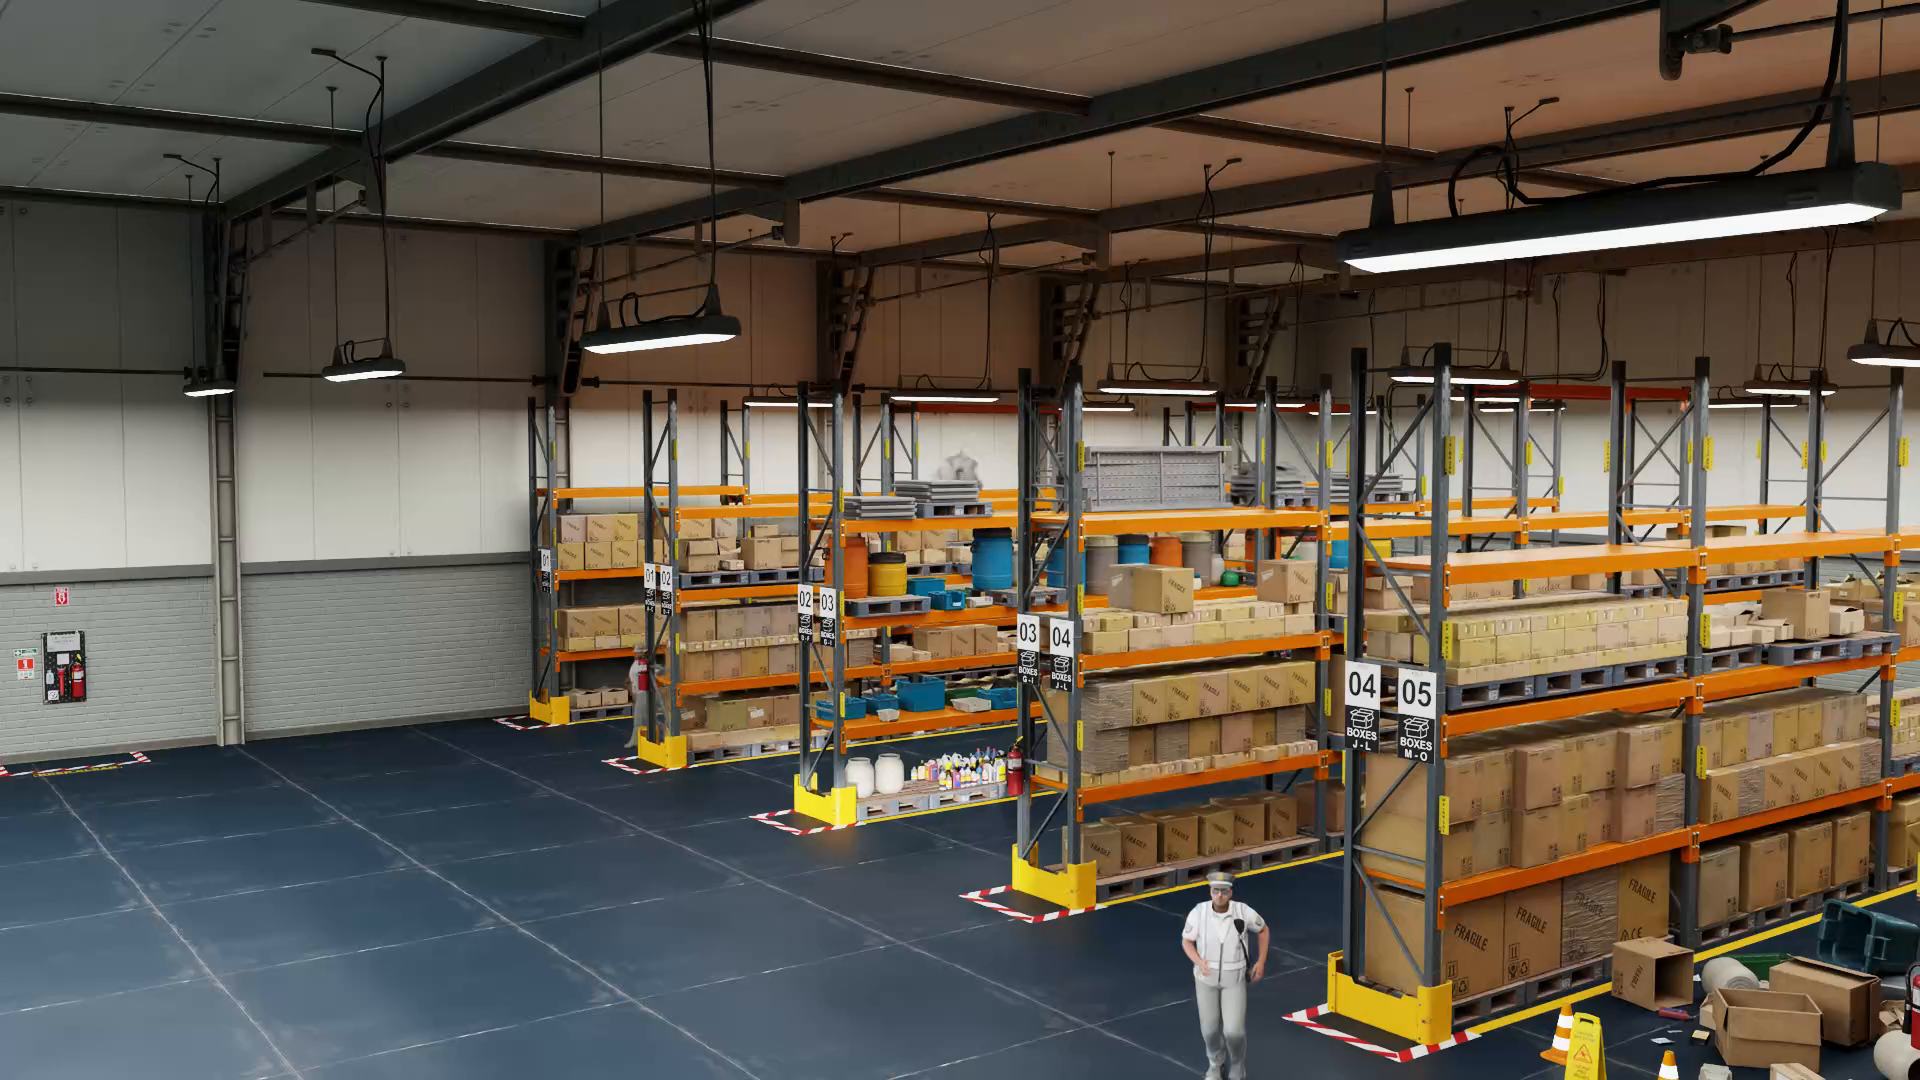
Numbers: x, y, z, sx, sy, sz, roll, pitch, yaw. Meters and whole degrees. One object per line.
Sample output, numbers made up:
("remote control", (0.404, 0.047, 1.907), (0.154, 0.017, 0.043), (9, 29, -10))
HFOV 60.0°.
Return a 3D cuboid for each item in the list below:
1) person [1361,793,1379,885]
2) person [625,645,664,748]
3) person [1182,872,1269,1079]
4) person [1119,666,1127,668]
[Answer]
("person", (4.457, 3.293, 17.757), (0.565, 1.722, 0.728), (3, 4, 40))
("person", (-5.419, 2.627, 28.396), (0.904, 1.710, 0.587), (-3, 5, -43))
("person", (2.102, 3.515, 13.243), (0.681, 1.785, 0.665), (1, 3, 13))
("person", (2.699, 2.597, 28.677), (0.893, 1.806, 0.616), (-3, 5, -43))
